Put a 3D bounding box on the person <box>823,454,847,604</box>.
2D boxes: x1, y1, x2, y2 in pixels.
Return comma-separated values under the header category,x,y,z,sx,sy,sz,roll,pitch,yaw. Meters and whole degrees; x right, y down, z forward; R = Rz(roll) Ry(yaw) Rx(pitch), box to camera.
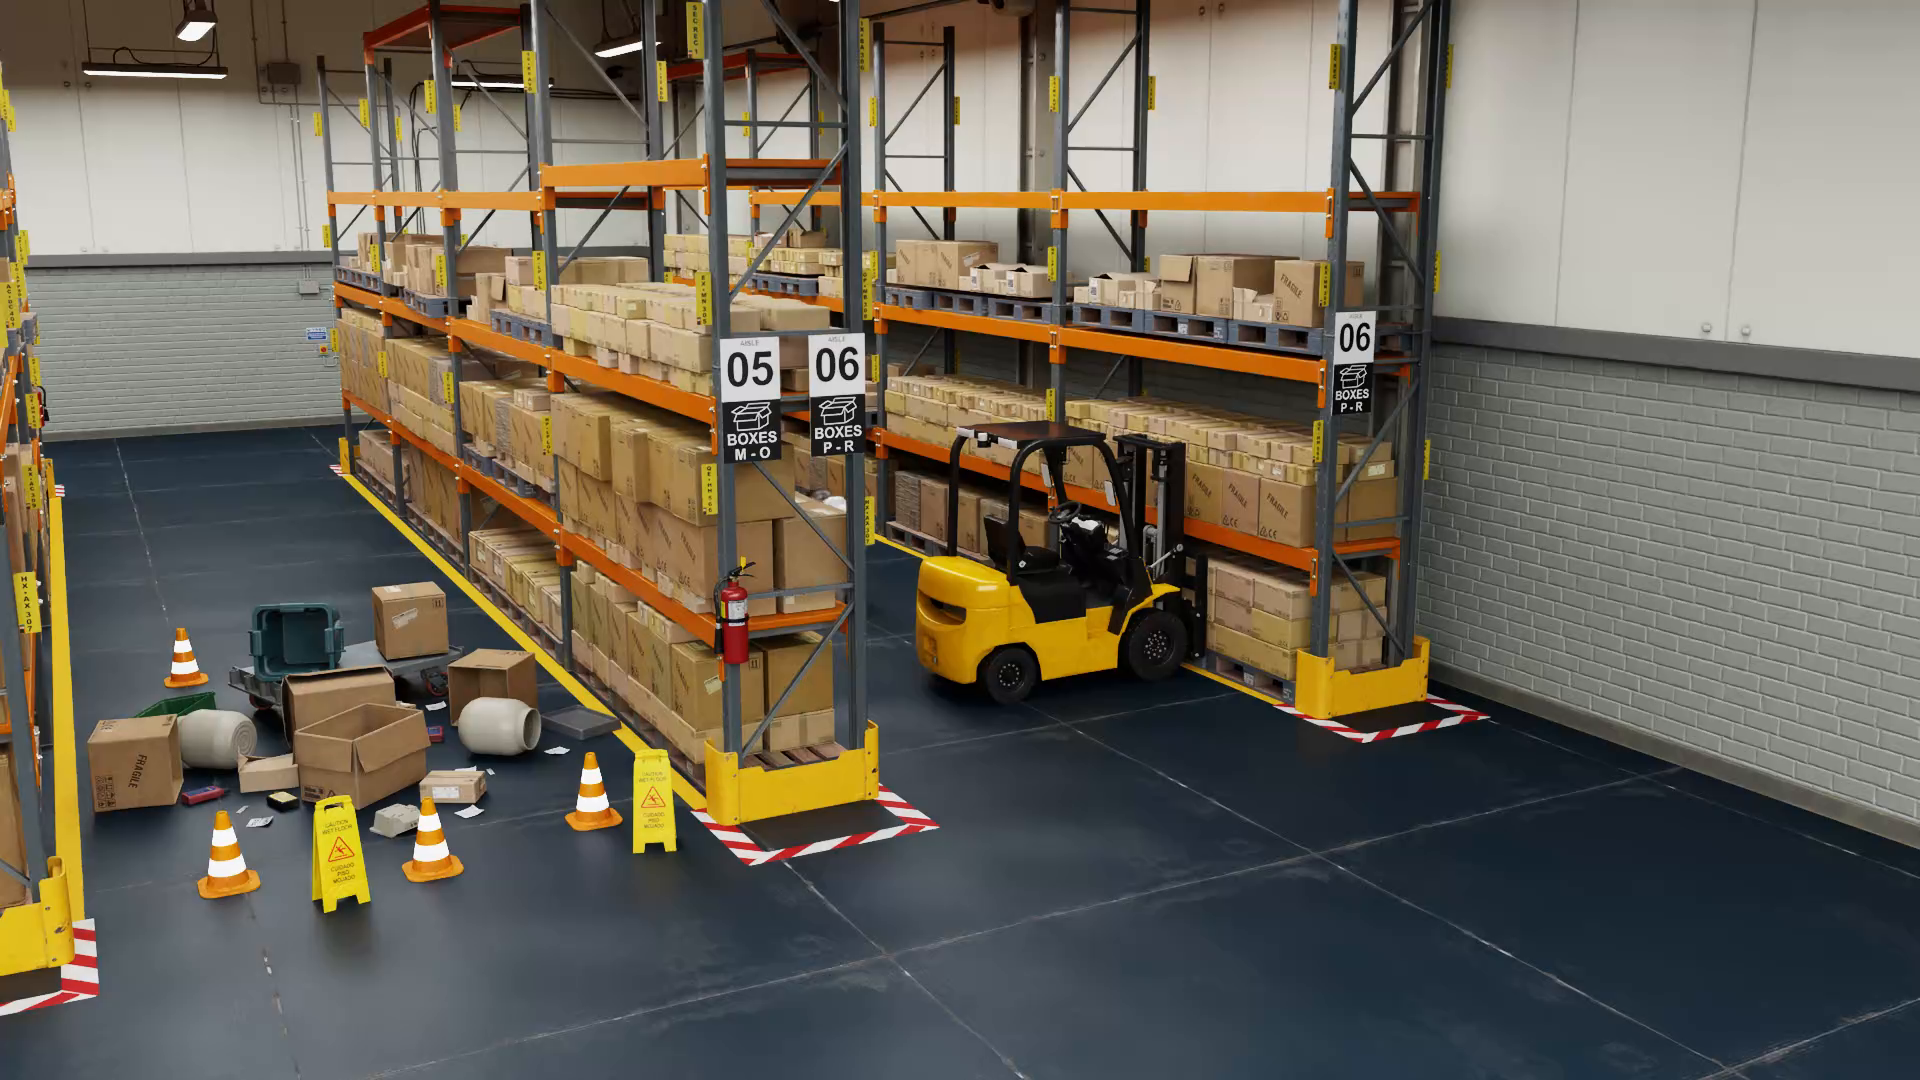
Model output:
category,x,y,z,sx,sy,sz,roll,pitch,yaw
person,-1.176,-0.171,16.731,0.416,1.690,0.524,-7,13,-29
